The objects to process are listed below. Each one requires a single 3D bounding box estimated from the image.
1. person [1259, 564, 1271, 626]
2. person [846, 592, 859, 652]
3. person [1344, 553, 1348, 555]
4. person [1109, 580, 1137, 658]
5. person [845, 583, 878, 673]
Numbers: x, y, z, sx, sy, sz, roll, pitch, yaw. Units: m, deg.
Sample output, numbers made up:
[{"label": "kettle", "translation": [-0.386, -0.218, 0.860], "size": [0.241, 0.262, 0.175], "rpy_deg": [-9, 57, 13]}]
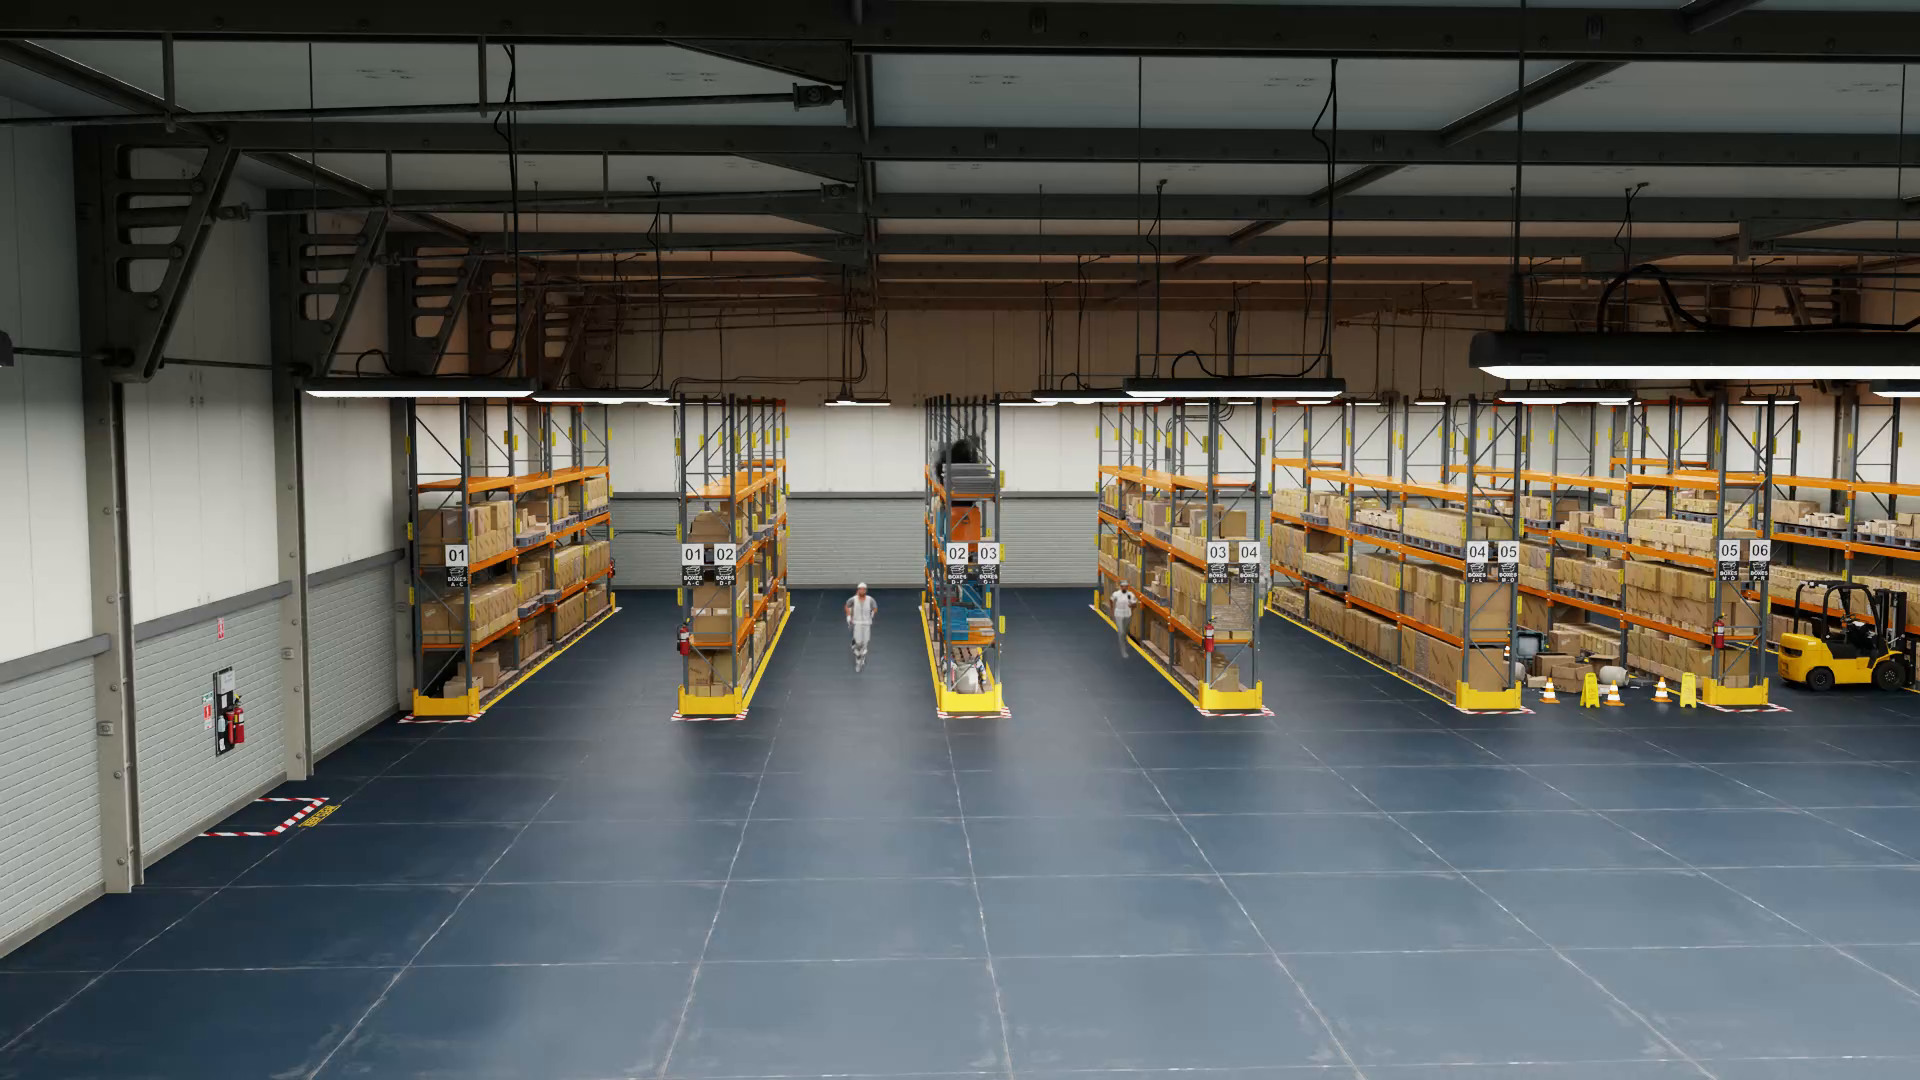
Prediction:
[{"label": "person", "translation": [7.907, 1.444, 43.810], "size": [0.626, 1.655, 0.526], "rpy_deg": [0, 5, -4]}, {"label": "person", "translation": [-2.322, 1.958, 37.957], "size": [0.537, 1.557, 0.589], "rpy_deg": [-1, 5, -17]}, {"label": "person", "translation": [10.938, 1.105, 47.373], "size": [0.719, 1.787, 0.673], "rpy_deg": [-1, 5, -6]}, {"label": "person", "translation": [3.625, 1.719, 36.814], "size": [0.567, 1.719, 0.879], "rpy_deg": [-1, 5, -7]}, {"label": "person", "translation": [-2.031, 1.828, 34.722], "size": [0.642, 1.869, 0.724], "rpy_deg": [-1, 5, -13]}]
